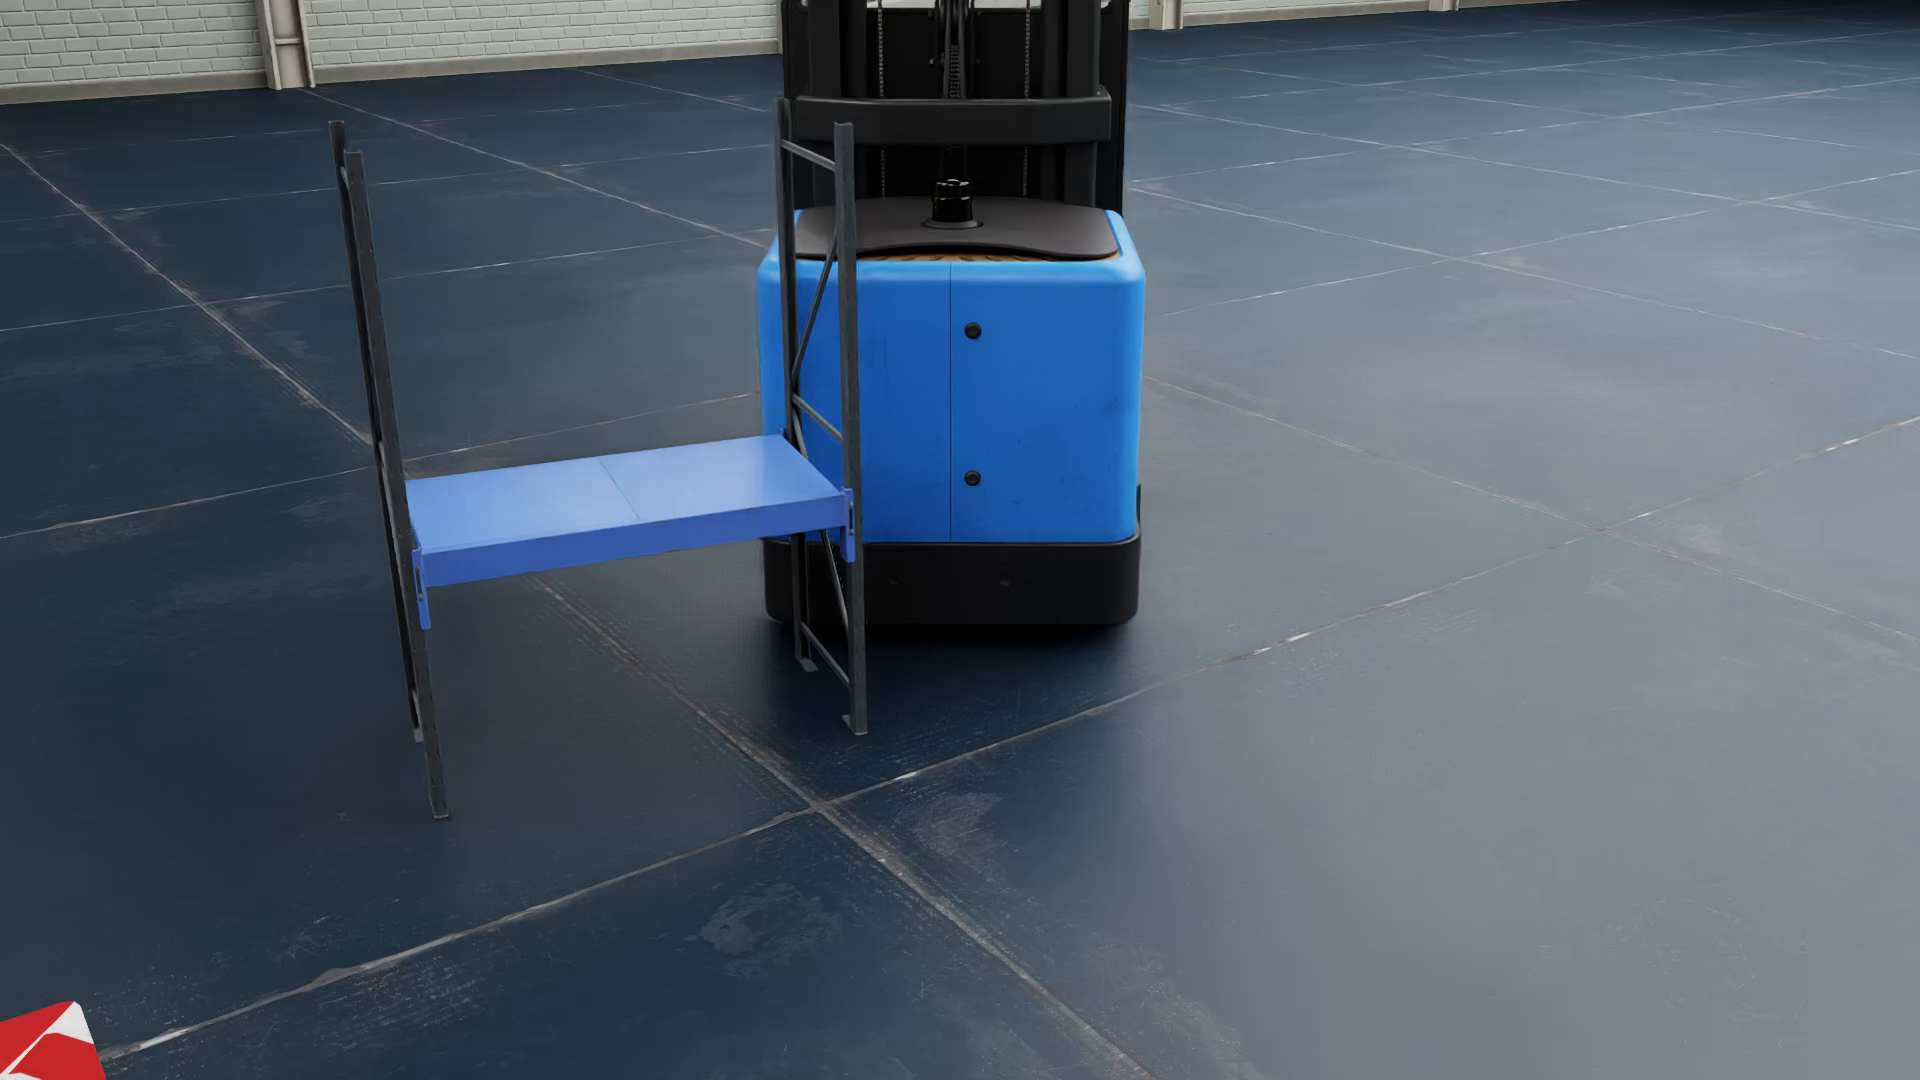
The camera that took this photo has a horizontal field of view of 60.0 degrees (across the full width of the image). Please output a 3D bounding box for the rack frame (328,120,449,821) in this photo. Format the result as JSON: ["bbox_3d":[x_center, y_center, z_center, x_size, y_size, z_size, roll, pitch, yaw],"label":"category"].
[{"bbox_3d":[-1.279,-0.143,3.732,0.032,1.500,0.500,-9,23,-21],"label":"rack frame"}]

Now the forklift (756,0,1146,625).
[{"bbox_3d":[-0.013,-1.621,5.504,1.130,2.935,3.031,0,22,0],"label":"forklift"}]

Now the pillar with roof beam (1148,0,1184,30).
[{"bbox_3d":[5.416,-10.119,18.614,0.400,9.000,9.100,-15,26,-33],"label":"pillar with roof beam"}]

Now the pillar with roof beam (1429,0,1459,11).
[{"bbox_3d":[10.286,-11.418,21.869,0.400,9.000,9.100,-15,26,-33],"label":"pillar with roof beam"}]

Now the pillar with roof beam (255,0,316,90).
[{"bbox_3d":[-4.325,-7.522,12.105,0.400,9.000,9.100,-15,26,-33],"label":"pillar with roof beam"}]

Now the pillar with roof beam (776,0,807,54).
[{"bbox_3d":[0.545,-8.821,15.360,0.400,9.000,9.100,-15,26,-33],"label":"pillar with roof beam"}]

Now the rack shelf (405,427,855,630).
[{"bbox_3d":[-0.811,-0.050,3.982,1.000,0.185,0.538,-9,23,-21],"label":"rack shelf"}]

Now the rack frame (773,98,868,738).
[{"bbox_3d":[-0.343,-0.290,4.100,0.032,1.500,0.500,-9,23,-21],"label":"rack frame"}]

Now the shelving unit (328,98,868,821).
[{"bbox_3d":[-0.811,-0.217,3.916,1.048,1.500,0.538,-9,23,-21],"label":"shelving unit"}]
